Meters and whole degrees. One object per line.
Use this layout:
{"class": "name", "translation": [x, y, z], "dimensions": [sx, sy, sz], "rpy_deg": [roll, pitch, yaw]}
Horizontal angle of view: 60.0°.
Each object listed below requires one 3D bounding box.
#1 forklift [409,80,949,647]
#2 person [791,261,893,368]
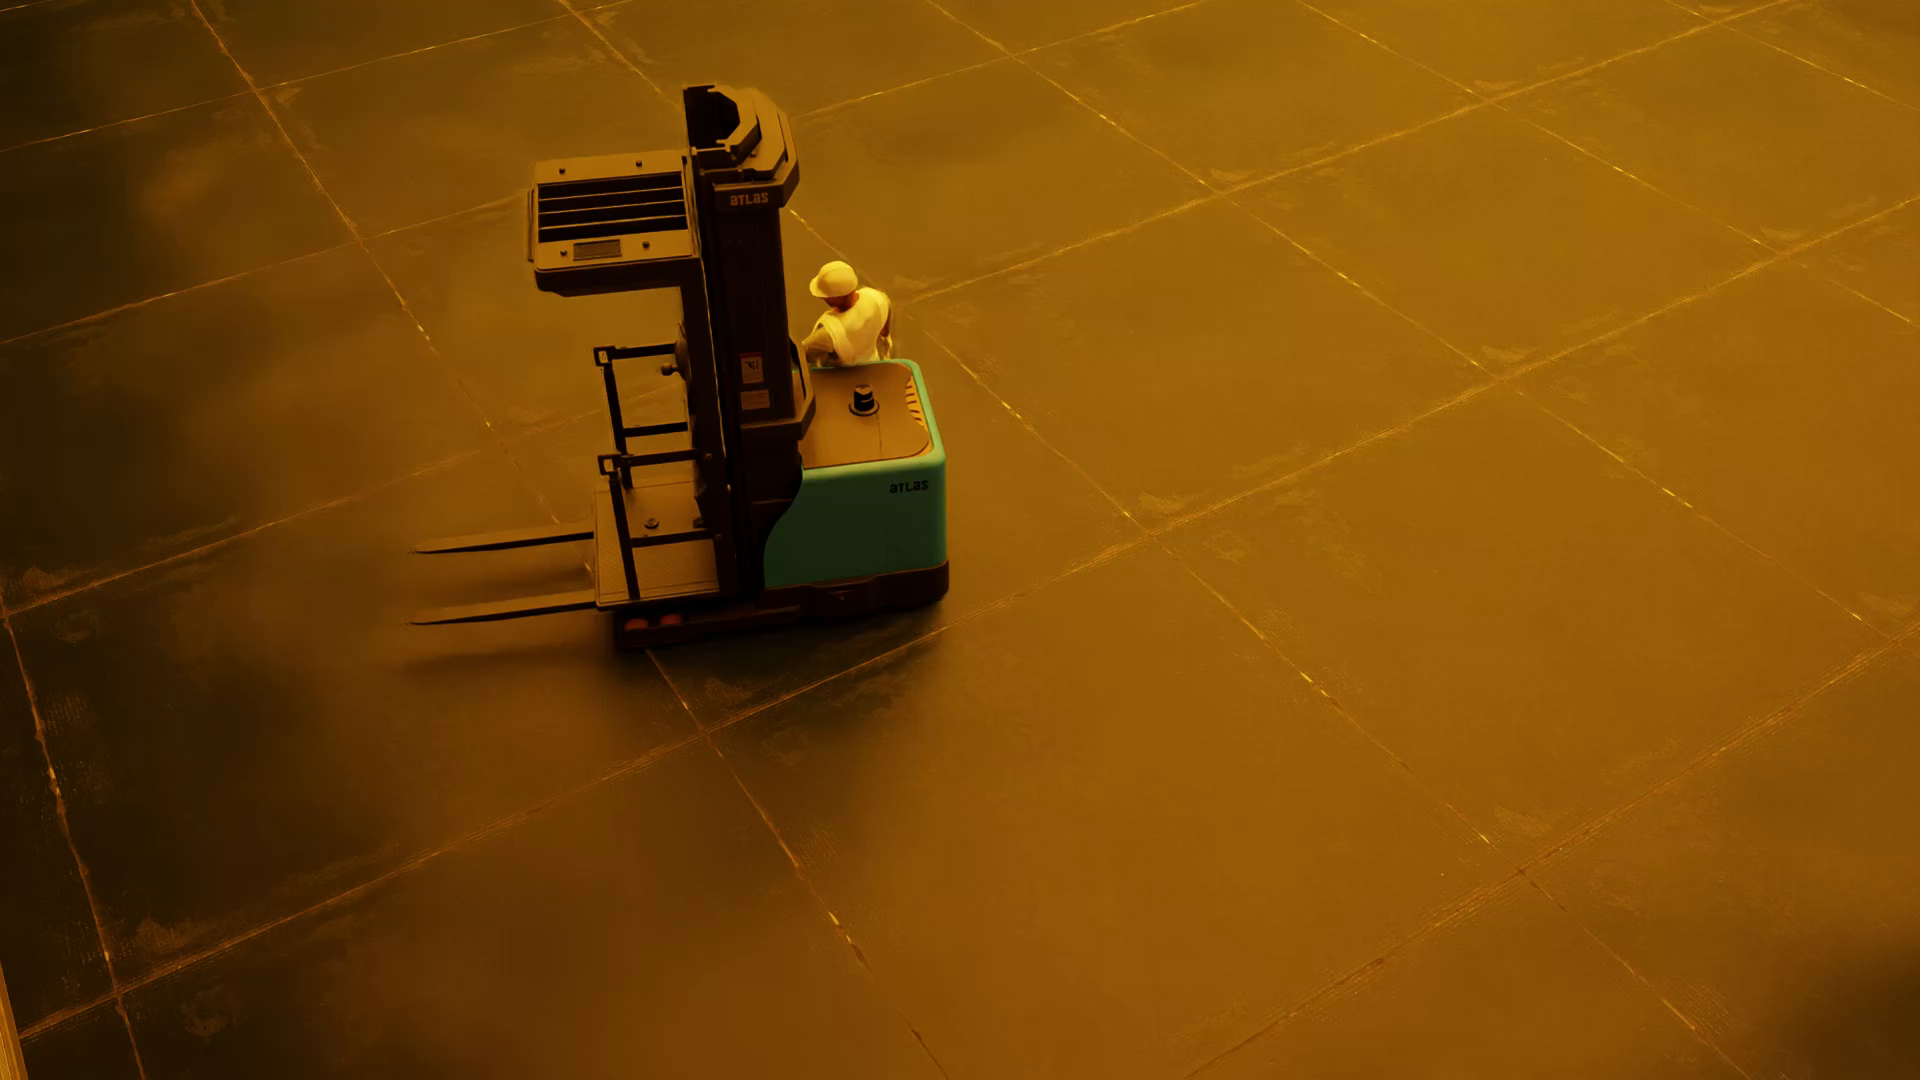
{"class": "forklift", "translation": [-1.631, -0.875, 8.872], "dimensions": [3.031, 2.935, 1.130], "rpy_deg": [-7, 42, -8]}
{"class": "person", "translation": [-0.709, -1.027, 9.988], "dimensions": [0.850, 1.726, 0.807], "rpy_deg": [21, 45, 22]}
